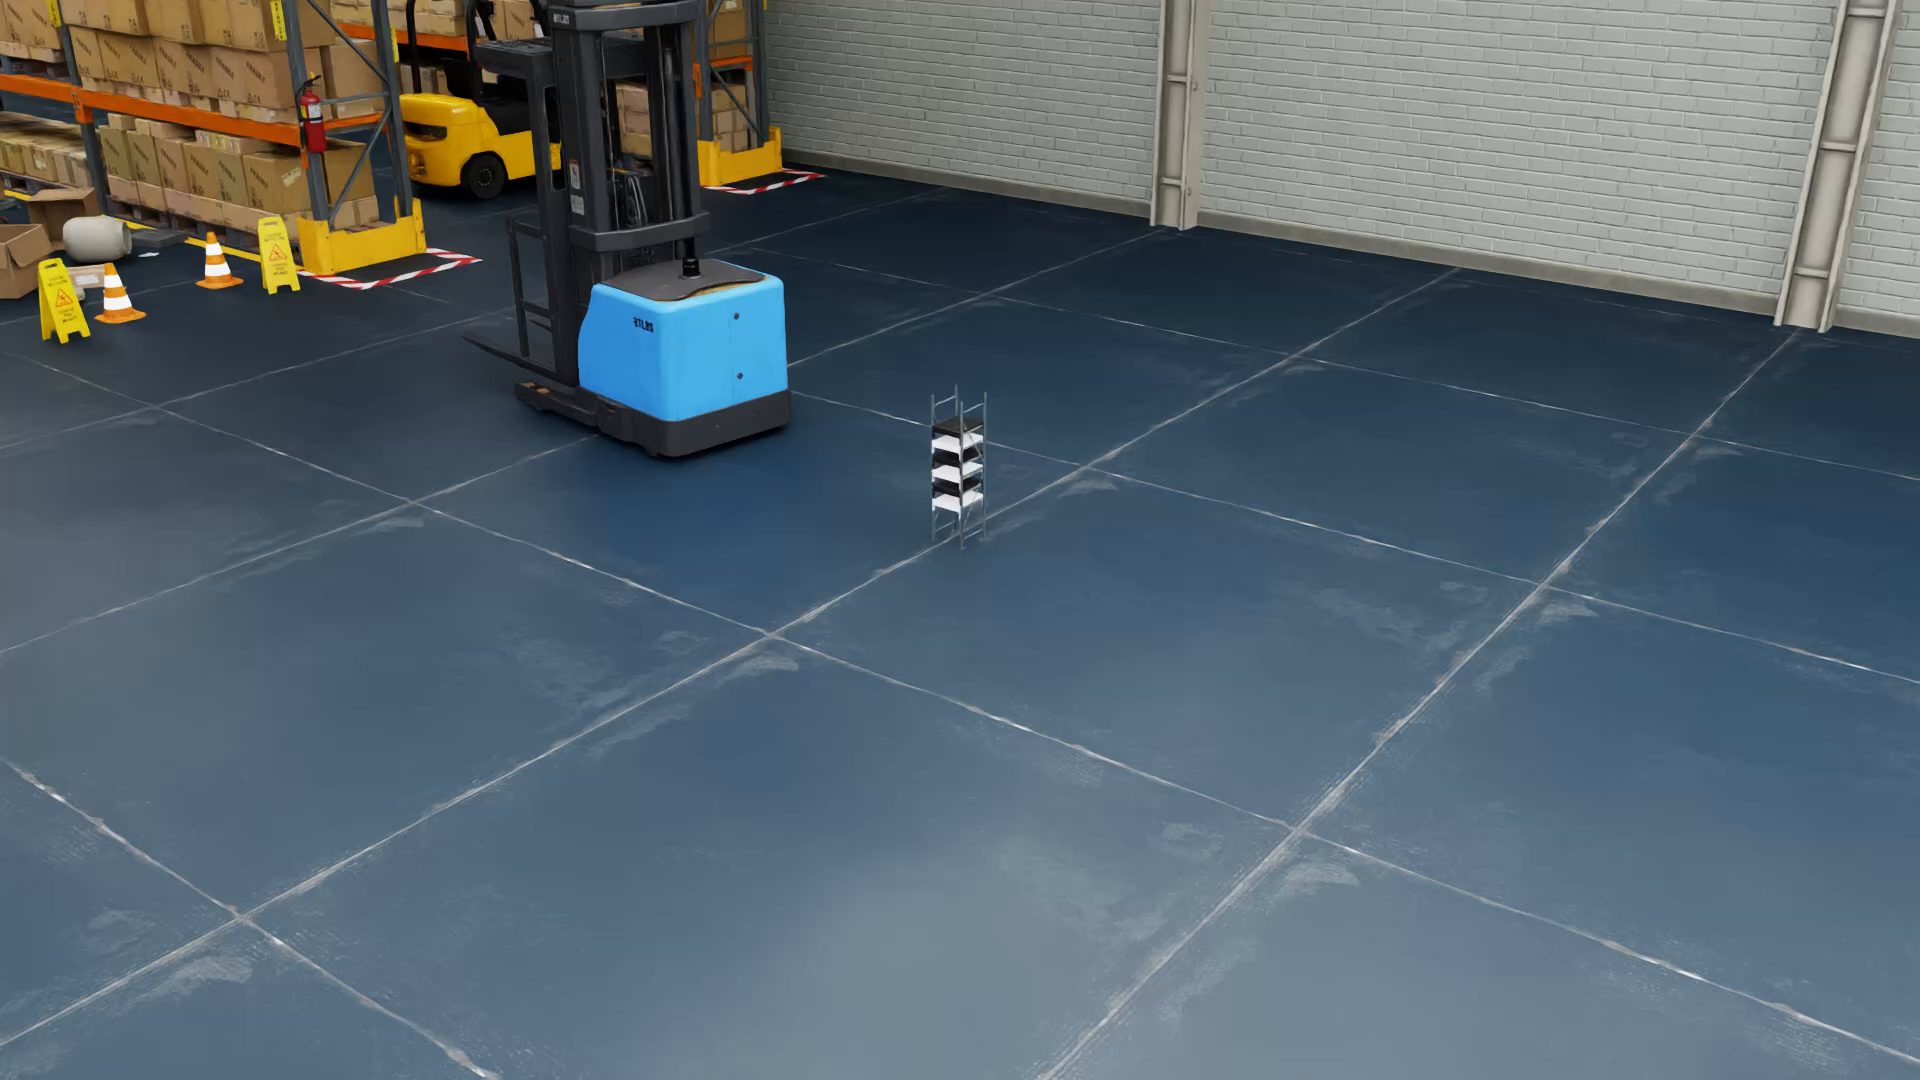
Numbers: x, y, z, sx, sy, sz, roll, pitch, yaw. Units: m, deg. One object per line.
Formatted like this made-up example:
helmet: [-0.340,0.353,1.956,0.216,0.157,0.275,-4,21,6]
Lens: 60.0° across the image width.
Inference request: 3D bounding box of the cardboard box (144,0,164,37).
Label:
cardboard box: [-7.285,-5.074,15.813,0.500,0.500,0.700,17,29,33]

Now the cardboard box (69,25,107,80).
cardboard box: [-8.575,-4.954,16.781,0.500,0.500,0.500,17,29,33]

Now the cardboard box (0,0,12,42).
cardboard box: [-10.074,-5.627,17.786,0.500,0.500,0.500,18,29,35]

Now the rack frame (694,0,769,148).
rack frame: [-2.585,-5.604,18.748,0.127,3.000,1.000,17,29,33]

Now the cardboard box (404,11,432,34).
cardboard box: [-6.752,-6.660,21.331,0.500,0.250,0.500,17,29,33]

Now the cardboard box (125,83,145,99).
cardboard box: [-8.059,-4.504,16.564,0.250,0.149,0.380,18,29,35]

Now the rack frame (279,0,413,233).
rack frame: [-5.559,-4.001,15.111,0.127,3.000,1.000,17,29,33]

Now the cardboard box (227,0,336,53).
cardboard box: [-6.099,-4.694,14.950,0.500,0.500,0.700,16,28,32]

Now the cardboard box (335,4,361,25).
cardboard box: [-7.962,-7.038,22.189,0.500,0.250,0.500,16,28,32]

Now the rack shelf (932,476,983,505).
rack shelf: [-0.006,-0.301,9.623,0.200,0.077,0.258,17,29,33]

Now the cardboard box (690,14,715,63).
cardboard box: [-3.136,-5.684,18.806,0.500,0.500,0.500,16,28,32]

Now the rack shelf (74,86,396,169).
rack shelf: [-7.159,-4.156,16.354,4.000,0.370,1.077,17,29,33]

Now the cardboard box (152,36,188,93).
cardboard box: [-7.349,-4.599,15.975,0.500,0.500,0.500,17,29,34]

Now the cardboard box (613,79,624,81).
cardboard box: [-4.363,-5.371,19.870,0.500,0.250,0.500,16,28,32]

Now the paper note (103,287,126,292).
paper note: [-7.509,-2.229,14.771,0.142,0.019,0.148,7,25,15]

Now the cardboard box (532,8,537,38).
cardboard box: [-4.755,-6.183,19.938,0.500,0.500,0.500,16,29,33]

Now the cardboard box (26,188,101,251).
cardboard box: [-8.718,-3.128,16.226,0.500,0.500,0.500,-5,24,-12]

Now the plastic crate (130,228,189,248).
plastic crate: [-7.995,-2.988,16.433,0.583,0.080,0.402,7,25,15]

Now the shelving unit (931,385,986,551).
shelving unit: [-0.006,-0.414,9.573,0.210,0.900,0.258,17,29,33]

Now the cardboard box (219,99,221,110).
cardboard box: [-6.793,-4.162,15.787,0.250,0.149,0.380,17,29,34]

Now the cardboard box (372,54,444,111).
cardboard box: [-7.429,-6.170,22.458,0.625,0.625,0.875,15,28,31]

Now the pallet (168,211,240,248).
pallet: [-7.221,-3.247,16.857,1.213,0.211,1.003,17,29,33]

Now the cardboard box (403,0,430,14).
cardboard box: [-6.748,-6.890,21.232,0.500,0.250,0.500,16,28,32]

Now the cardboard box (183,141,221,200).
cardboard box: [-7.176,-3.637,16.245,0.500,0.500,0.500,16,28,32]

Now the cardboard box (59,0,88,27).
cardboard box: [-8.538,-5.432,16.625,0.500,0.500,0.700,16,29,33]

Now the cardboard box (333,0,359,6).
cardboard box: [-7.970,-7.258,22.070,0.500,0.250,0.500,16,28,32]

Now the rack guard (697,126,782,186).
rack guard: [-2.566,-4.454,19.239,0.348,0.500,1.175,17,29,33]

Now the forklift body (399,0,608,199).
forklift body: [-5.197,-5.085,18.624,1.214,2.155,2.313,17,29,33]

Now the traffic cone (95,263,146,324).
traffic cone: [-7.070,-2.088,13.915,0.334,0.463,0.336,17,29,33]

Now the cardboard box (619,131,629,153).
cardboard box: [-3.938,-4.797,19.805,0.500,0.250,0.500,17,29,34]

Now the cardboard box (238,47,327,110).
cardboard box: [-6.159,-4.226,15.127,0.500,0.500,0.500,16,29,32]

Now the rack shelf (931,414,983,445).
rack shelf: [-0.006,-0.630,9.478,0.200,0.077,0.258,17,29,33]

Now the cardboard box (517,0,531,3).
cardboard box: [-5.102,-6.552,19.972,0.250,0.149,0.380,18,29,34]

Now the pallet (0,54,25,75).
pallet: [-10.352,-5.383,18.484,1.213,0.211,1.003,17,29,33]

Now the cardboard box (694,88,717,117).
cardboard box: [-3.141,-5.006,19.041,0.500,0.250,0.500,18,29,35]

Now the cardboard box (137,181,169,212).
cardboard box: [-8.016,-3.547,16.970,0.500,0.250,0.500,19,30,36]

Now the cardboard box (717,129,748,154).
cardboard box: [-2.861,-4.720,19.631,0.500,0.250,0.500,17,29,34]

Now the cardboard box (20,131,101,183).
cardboard box: [-9.758,-4.257,18.430,0.625,0.372,0.950,19,30,36]

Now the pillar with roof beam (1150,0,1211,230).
pillar with roof beam: [-0.382,-5.968,12.135,0.400,9.000,9.100,17,29,33]

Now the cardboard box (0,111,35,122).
cardboard box: [-11.514,-4.786,19.630,0.625,0.372,0.950,15,28,30]

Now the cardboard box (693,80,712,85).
cardboard box: [-3.258,-5.292,19.690,0.500,0.250,0.500,17,29,33]

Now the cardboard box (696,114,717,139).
cardboard box: [-3.162,-4.783,19.155,0.500,0.250,0.500,16,29,33]

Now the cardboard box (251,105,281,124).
cardboard box: [-6.256,-3.933,15.268,0.250,0.149,0.380,16,29,33]

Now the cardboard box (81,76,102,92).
cardboard box: [-8.700,-4.674,16.950,0.250,0.149,0.380,17,29,33]

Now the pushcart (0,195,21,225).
pushcart: [-10.087,-3.021,16.138,0.936,0.377,1.648,7,25,15]

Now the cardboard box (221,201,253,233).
cardboard box: [-6.777,-3.172,16.118,0.500,0.250,0.500,17,29,33]

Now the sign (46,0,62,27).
sign: [-9.090,-5.319,16.665,0.005,0.325,0.100,17,29,33]

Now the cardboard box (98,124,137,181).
cardboard box: [-8.450,-4.016,17.104,0.500,0.500,0.500,18,30,36]

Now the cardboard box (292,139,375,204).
cardboard box: [-6.058,-3.568,16.088,0.500,0.500,0.500,16,28,32]

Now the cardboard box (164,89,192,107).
cardboard box: [-7.464,-4.310,16.123,0.250,0.149,0.380,17,29,33]

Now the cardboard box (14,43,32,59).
cardboard box: [-9.765,-5.201,17.626,0.250,0.149,0.380,16,29,32]

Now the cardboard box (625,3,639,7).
cardboard box: [-3.615,-6.138,19.032,0.250,0.149,0.380,17,29,33]

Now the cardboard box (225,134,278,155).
cardboard box: [-6.690,-3.752,15.700,0.250,0.149,0.380,18,29,35]

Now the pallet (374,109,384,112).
pallet: [-7.379,-5.755,22.551,1.213,0.211,1.003,17,29,33]

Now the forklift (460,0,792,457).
forklift: [-2.551,-2.383,11.523,1.130,2.935,3.031,-22,32,-40]

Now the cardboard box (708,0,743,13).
cardboard box: [-2.701,-6.112,18.973,0.250,0.149,0.380,16,28,32]

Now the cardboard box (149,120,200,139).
cardboard box: [-7.756,-4.075,16.434,0.250,0.149,0.380,19,30,36]
